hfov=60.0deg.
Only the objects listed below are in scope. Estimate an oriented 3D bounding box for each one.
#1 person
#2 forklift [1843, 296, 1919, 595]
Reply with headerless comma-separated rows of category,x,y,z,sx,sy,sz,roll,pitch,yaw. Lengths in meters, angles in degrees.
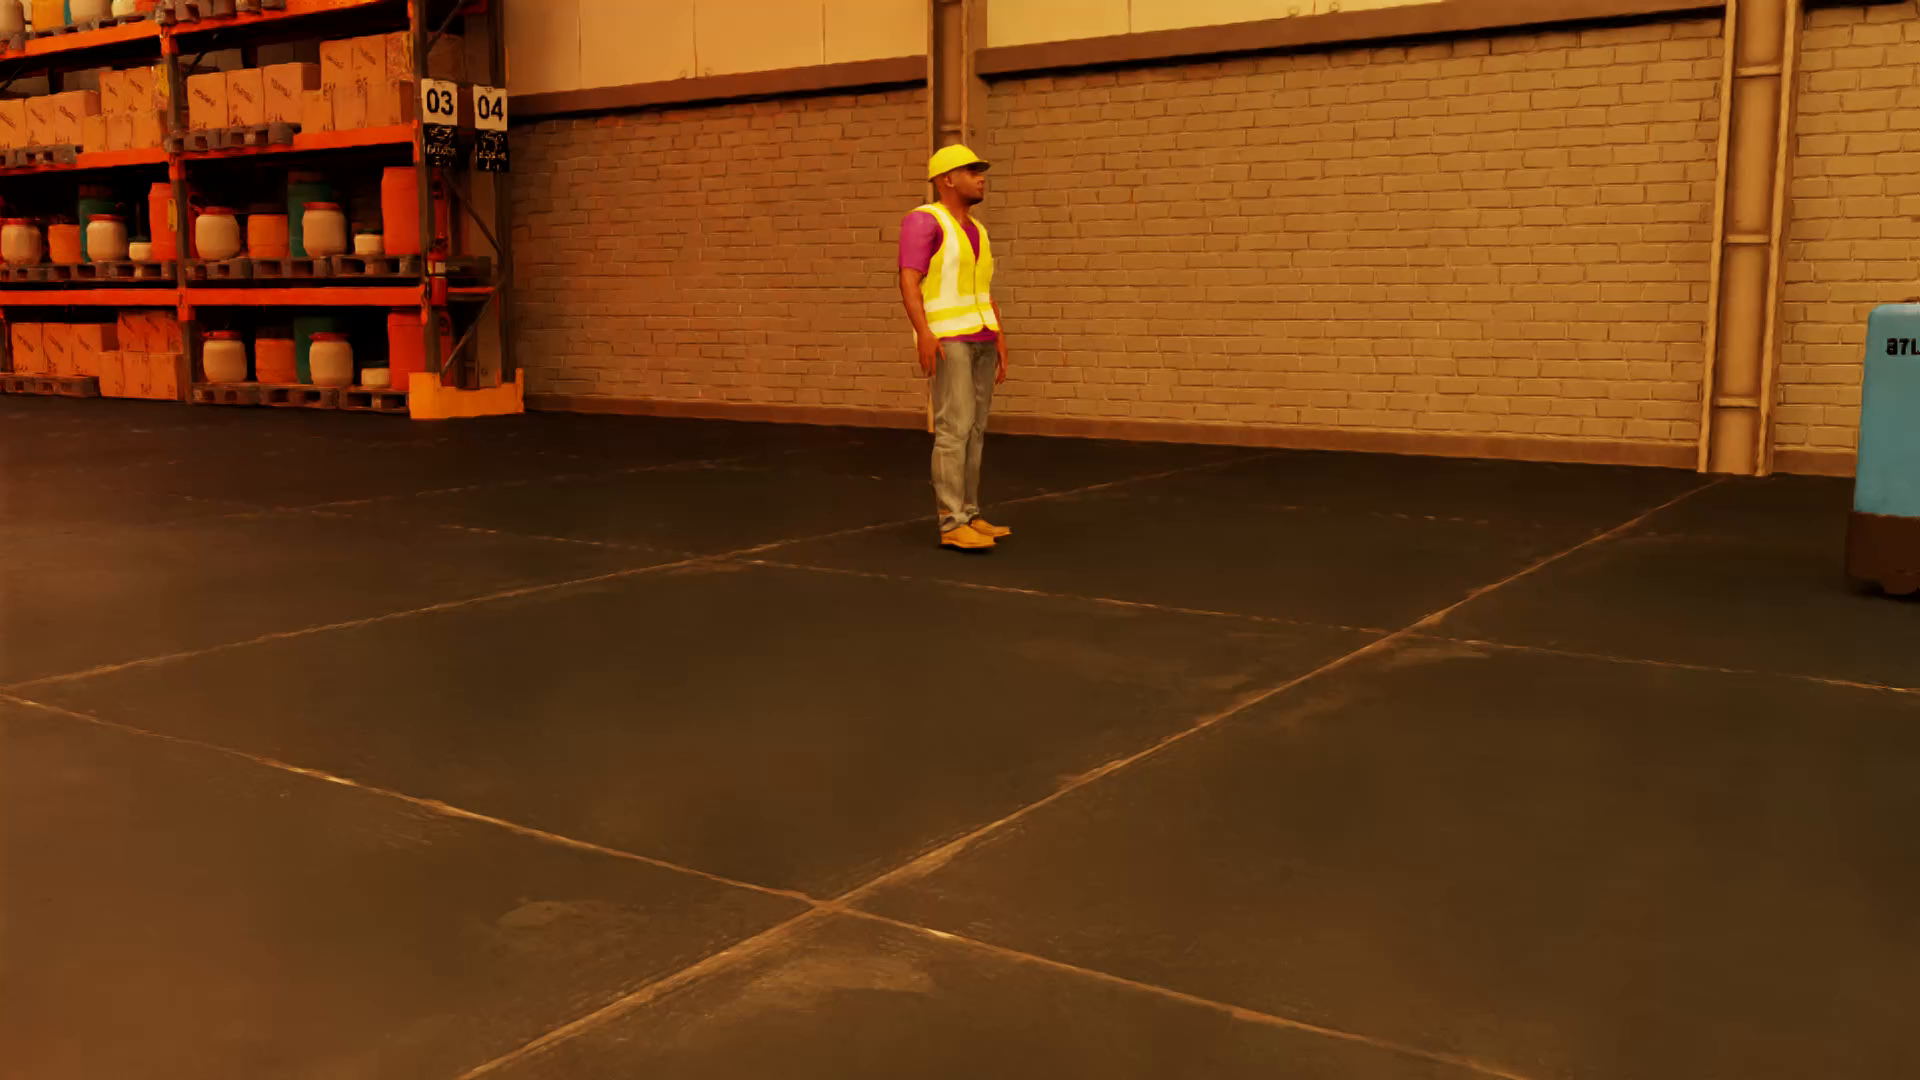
person,0.055,-0.875,7.435,0.576,1.766,0.665,5,10,34
forklift,4.567,-1.124,5.094,1.130,2.935,3.031,-6,10,-36
